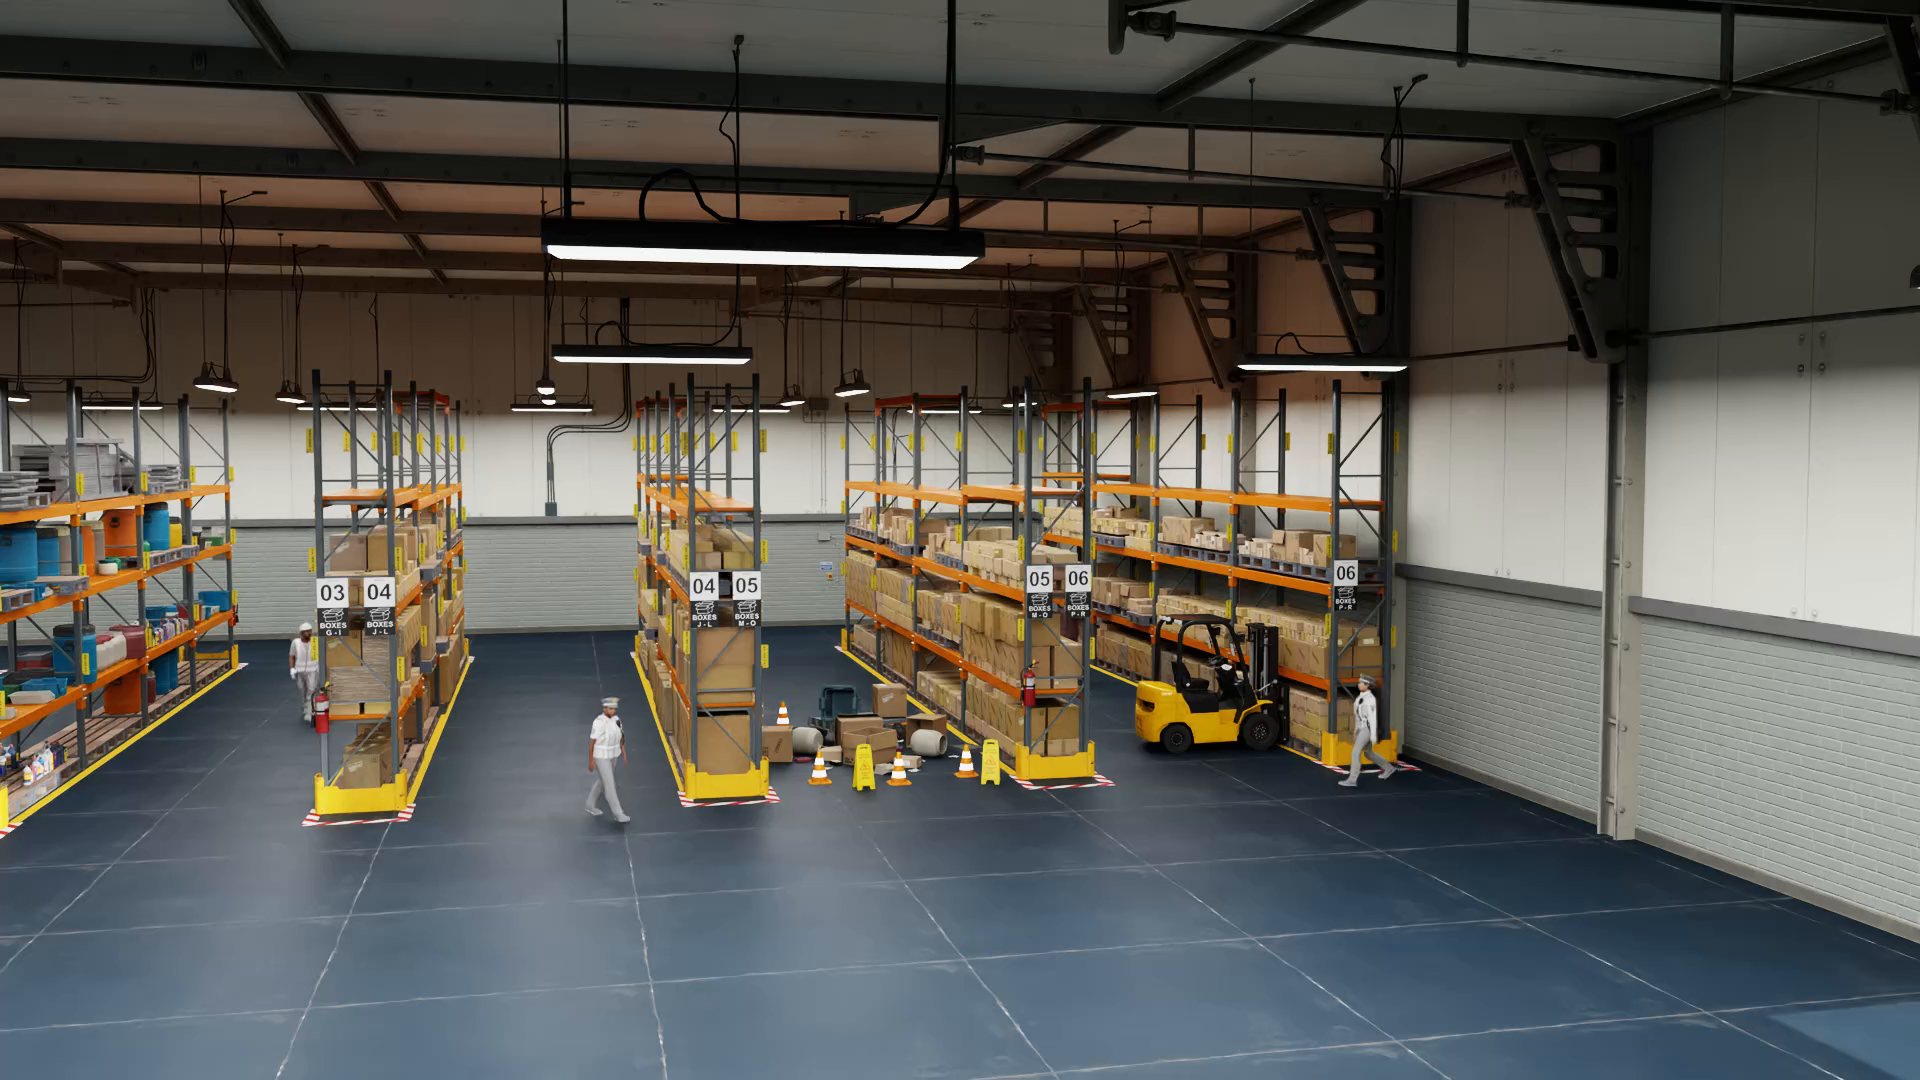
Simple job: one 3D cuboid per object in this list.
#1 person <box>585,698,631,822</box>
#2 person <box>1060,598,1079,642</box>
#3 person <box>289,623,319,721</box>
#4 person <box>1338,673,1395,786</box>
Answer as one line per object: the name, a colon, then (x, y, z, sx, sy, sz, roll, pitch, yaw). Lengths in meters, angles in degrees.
person: (-4.657, 2.892, 22.089, 0.985, 1.616, 0.491, 2, 4, 28)
person: (2.351, 2.055, 35.624, 0.539, 1.779, 0.638, 3, 4, 38)
person: (-11.903, 2.373, 30.205, 0.520, 1.722, 1.069, -1, 3, -11)
person: (5.973, 2.763, 24.303, 0.970, 1.644, 0.486, -1, 3, -13)
